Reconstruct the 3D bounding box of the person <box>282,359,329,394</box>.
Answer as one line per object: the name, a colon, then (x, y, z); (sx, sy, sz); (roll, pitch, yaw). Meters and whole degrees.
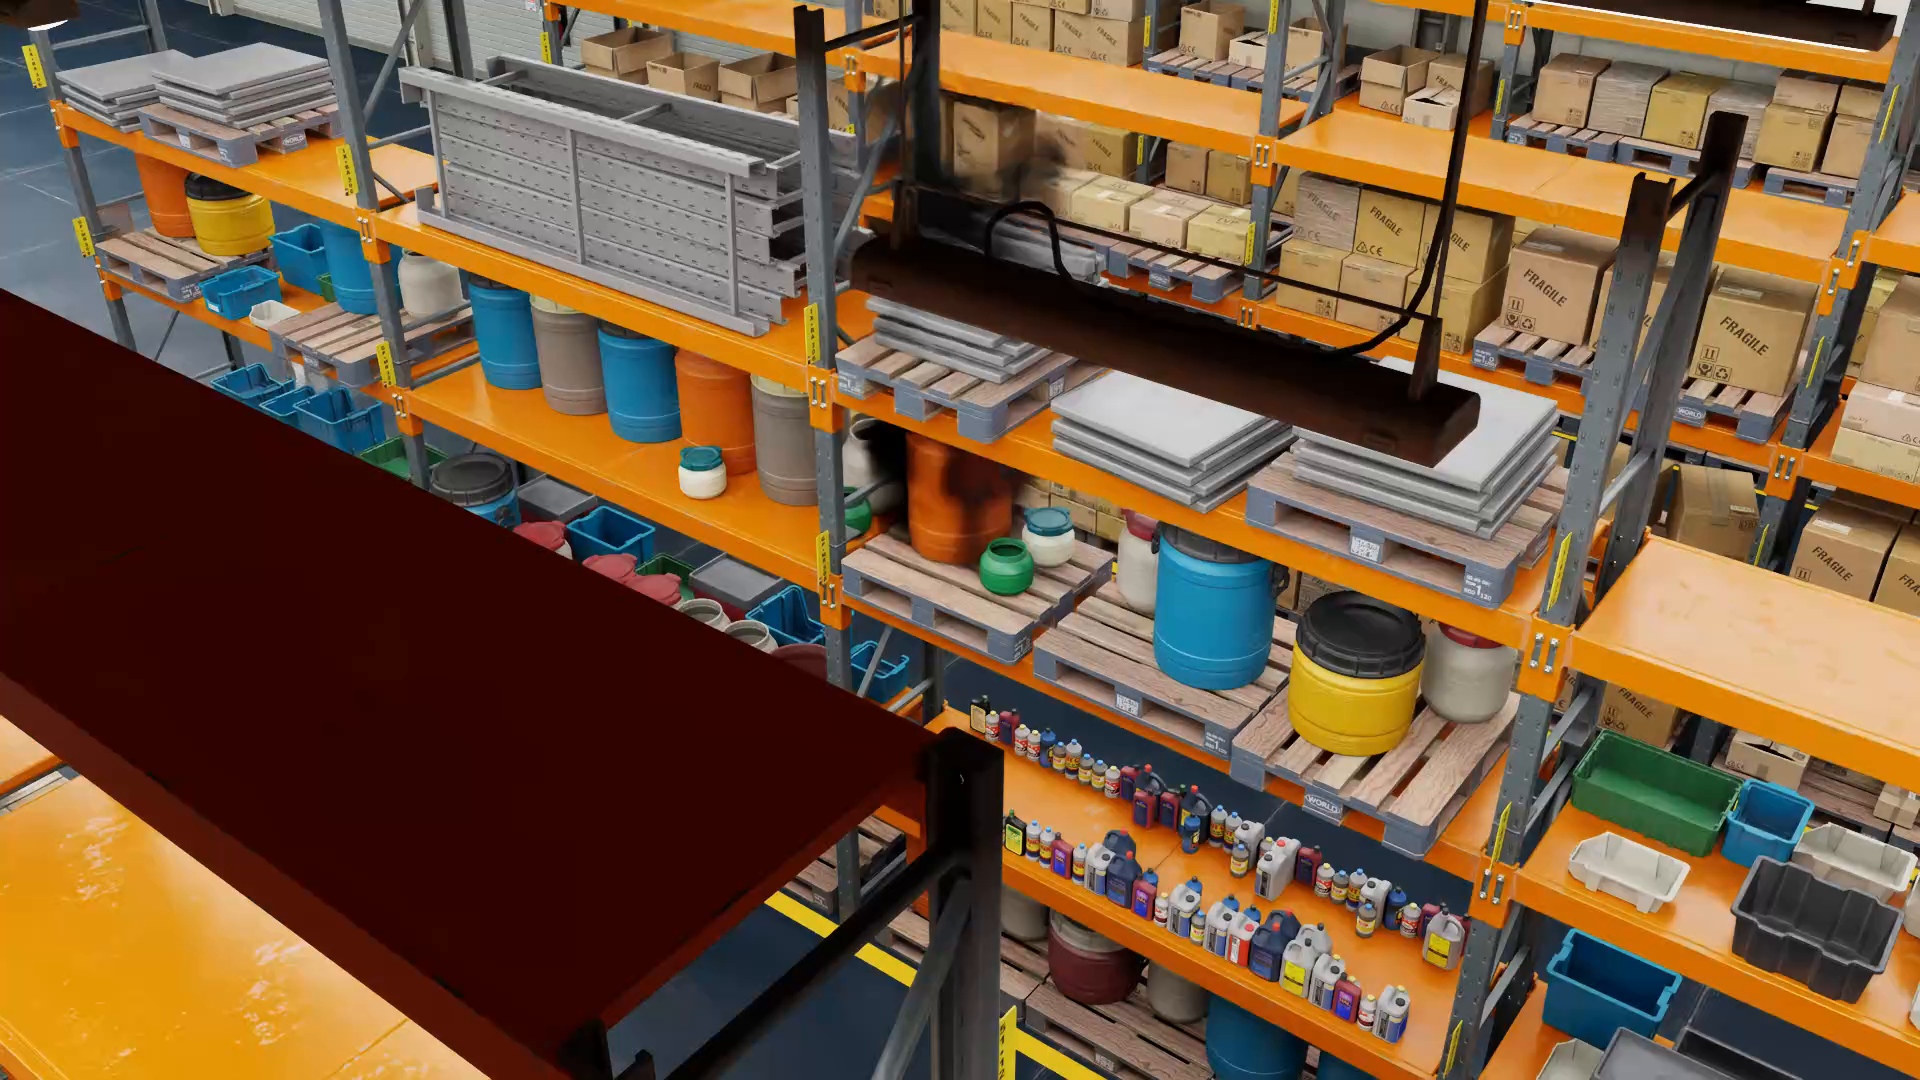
person: (-6.332, -1.430, 16.148); (0.558, 1.523, 0.601); (9, 33, 14)
